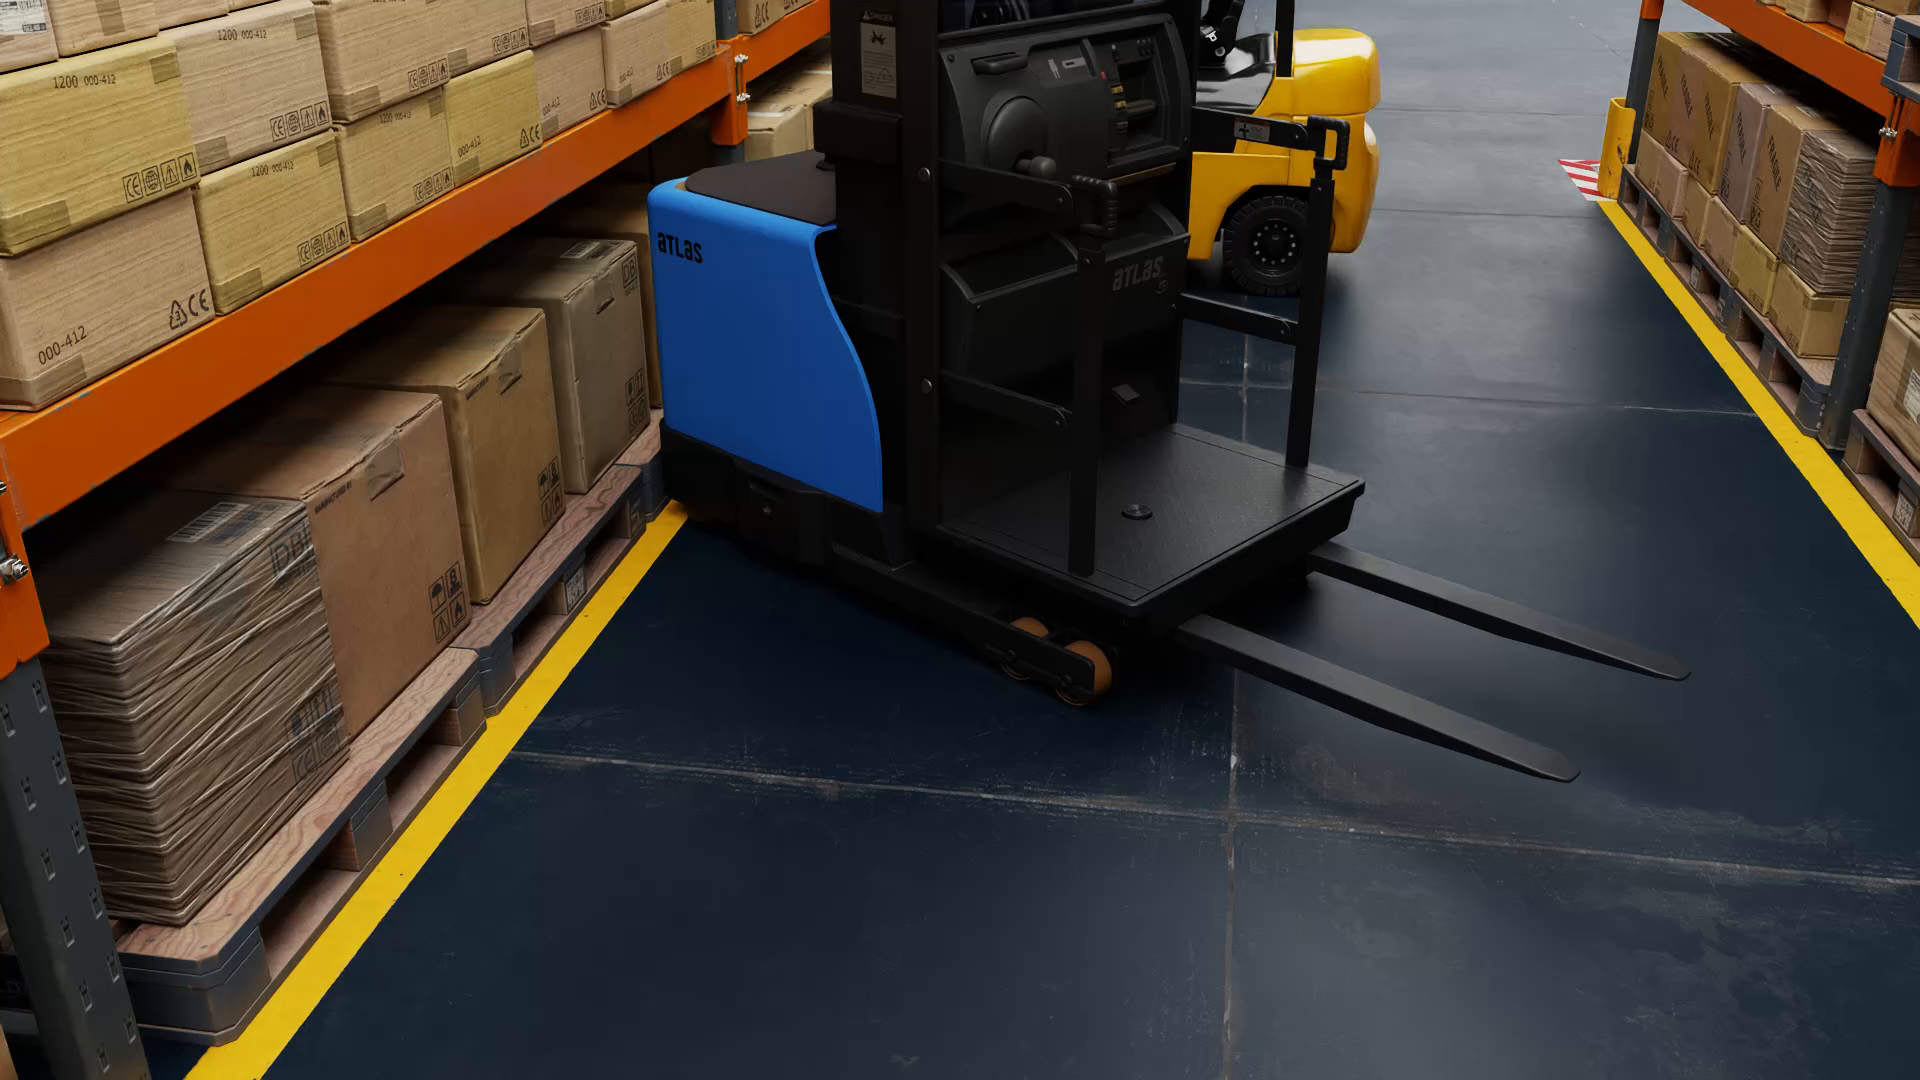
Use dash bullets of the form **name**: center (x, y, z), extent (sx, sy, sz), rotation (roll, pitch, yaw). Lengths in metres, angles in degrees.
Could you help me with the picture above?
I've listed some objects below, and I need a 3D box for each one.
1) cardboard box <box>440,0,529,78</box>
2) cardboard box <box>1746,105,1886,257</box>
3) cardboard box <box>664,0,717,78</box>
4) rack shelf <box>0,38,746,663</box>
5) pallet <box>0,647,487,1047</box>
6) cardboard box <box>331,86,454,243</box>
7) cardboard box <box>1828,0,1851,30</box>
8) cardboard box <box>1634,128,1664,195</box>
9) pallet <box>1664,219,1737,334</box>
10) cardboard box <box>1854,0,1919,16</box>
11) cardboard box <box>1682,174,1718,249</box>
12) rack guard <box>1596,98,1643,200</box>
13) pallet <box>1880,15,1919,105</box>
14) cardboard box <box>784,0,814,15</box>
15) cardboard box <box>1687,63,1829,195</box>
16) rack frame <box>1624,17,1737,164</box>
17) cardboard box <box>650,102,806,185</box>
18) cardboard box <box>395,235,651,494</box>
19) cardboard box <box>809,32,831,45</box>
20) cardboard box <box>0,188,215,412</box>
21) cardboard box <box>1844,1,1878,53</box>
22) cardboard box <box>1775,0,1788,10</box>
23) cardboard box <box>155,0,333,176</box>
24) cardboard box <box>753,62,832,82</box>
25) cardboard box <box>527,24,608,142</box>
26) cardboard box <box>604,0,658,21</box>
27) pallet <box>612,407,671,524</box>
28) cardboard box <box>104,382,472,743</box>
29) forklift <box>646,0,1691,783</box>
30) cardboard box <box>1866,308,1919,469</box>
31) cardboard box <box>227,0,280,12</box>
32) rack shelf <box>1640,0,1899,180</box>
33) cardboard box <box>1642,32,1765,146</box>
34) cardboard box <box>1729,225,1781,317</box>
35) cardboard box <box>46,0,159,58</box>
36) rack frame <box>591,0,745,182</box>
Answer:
- **cardboard box**: center (-1.404, -1.301, 4.079), extent (0.500, 0.250, 0.500), rotation (4, 25, 9)
- **cardboard box**: center (3.502, -1.426, 6.621), extent (0.500, 0.500, 0.500), rotation (4, 25, 9)
- **cardboard box**: center (-1.133, -1.708, 5.537), extent (0.500, 0.250, 0.500), rotation (5, 25, 10)
- **rack shelf**: center (-1.636, -0.842, 4.360), extent (1.077, 0.370, 4.000), rotation (4, 25, 9)
- **pallet**: center (-1.790, 0.590, 3.742), extent (1.003, 0.211, 1.213), rotation (4, 25, 9)
- **cardboard box**: center (-1.485, -0.858, 3.723), extent (0.500, 0.250, 0.500), rotation (3, 25, 7)
- **cardboard box**: center (3.548, -2.016, 6.315), extent (0.380, 0.149, 0.250), rotation (4, 25, 8)
- **cardboard box**: center (3.838, -1.962, 8.651), extent (0.500, 0.250, 0.500), rotation (4, 25, 8)
- **pallet**: center (3.861, -1.195, 7.553), extent (1.003, 0.211, 1.213), rotation (4, 25, 9)
- **cardboard box**: center (3.416, -2.045, 5.613), extent (0.500, 0.500, 0.500), rotation (3, 25, 7)
- **cardboard box**: center (3.670, -1.520, 7.707), extent (0.500, 0.250, 0.500), rotation (6, 26, 12)
- **rack guard**: center (4.230, -2.171, 9.299), extent (1.175, 0.500, 0.348), rotation (4, 25, 9)
- **pallet**: center (3.320, -1.266, 4.643), extent (1.003, 0.211, 1.213), rotation (4, 25, 9)
- **cardboard box**: center (-0.910, -2.437, 6.799), extent (0.500, 0.500, 0.500), rotation (4, 25, 9)
- **cardboard box**: center (3.663, -1.863, 7.556), extent (0.500, 0.500, 0.500), rotation (5, 25, 10)
- **rack frame**: center (4.242, -3.335, 8.837), extent (1.000, 3.000, 0.127), rotation (4, 25, 9)
- **cardboard box**: center (-0.920, -1.583, 6.662), extent (0.500, 0.250, 0.500), rotation (4, 25, 8)
- **cardboard box**: center (-1.518, -0.576, 5.249), extent (0.875, 0.625, 0.625), rotation (4, 25, 8)
- **cardboard box**: center (-0.573, -2.436, 8.484), extent (0.500, 0.250, 0.500), rotation (4, 25, 9)
- **cardboard box**: center (-1.649, -0.433, 2.813), extent (0.500, 0.250, 0.500), rotation (4, 25, 9)
- **cardboard box**: center (3.374, -1.809, 5.873), extent (0.380, 0.149, 0.250), rotation (5, 25, 10)
- **cardboard box**: center (3.575, -2.234, 6.781), extent (0.380, 0.149, 0.250), rotation (4, 25, 8)
- **cardboard box**: center (-1.566, -0.868, 3.154), extent (0.500, 0.250, 0.500), rotation (5, 26, 10)
- **cardboard box**: center (-0.757, -2.005, 7.564), extent (0.500, 0.250, 0.500), rotation (5, 26, 10)
- **cardboard box**: center (-1.321, -1.292, 4.648), extent (0.500, 0.250, 0.500), rotation (4, 25, 9)
- **cardboard box**: center (-1.214, -1.725, 4.983), extent (0.500, 0.250, 0.500), rotation (3, 25, 7)
- **pallet**: center (-1.391, -0.431, 5.922), extent (1.003, 0.211, 1.213), rotation (4, 25, 9)
- **cardboard box**: center (-1.748, 0.020, 3.975), extent (0.875, 0.625, 0.625), rotation (5, 26, 10)
- **forklift**: center (0.453, -1.146, 4.240), extent (3.031, 2.935, 1.130), rotation (22, 33, 38)
- **cardboard box**: center (3.505, -0.443, 5.262), extent (0.950, 0.372, 0.625), rotation (4, 25, 9)
- **cardboard box**: center (-1.531, -1.115, 3.211), extent (0.380, 0.149, 0.250), rotation (4, 25, 9)
- **rack shelf**: center (3.915, -2.173, 7.203), extent (1.077, 0.370, 4.000), rotation (4, 25, 9)
- **cardboard box**: center (3.834, -2.292, 8.471), extent (0.500, 0.500, 0.500), rotation (3, 25, 7)
- **cardboard box**: center (3.497, -1.097, 6.802), extent (0.500, 0.250, 0.500), rotation (3, 25, 7)
- **cardboard box**: center (-1.578, -0.895, 2.742), extent (0.380, 0.149, 0.250), rotation (5, 25, 10)
- **rack frame**: center (-1.309, -2.005, 5.995), extent (1.000, 3.000, 0.127), rotation (4, 25, 9)
